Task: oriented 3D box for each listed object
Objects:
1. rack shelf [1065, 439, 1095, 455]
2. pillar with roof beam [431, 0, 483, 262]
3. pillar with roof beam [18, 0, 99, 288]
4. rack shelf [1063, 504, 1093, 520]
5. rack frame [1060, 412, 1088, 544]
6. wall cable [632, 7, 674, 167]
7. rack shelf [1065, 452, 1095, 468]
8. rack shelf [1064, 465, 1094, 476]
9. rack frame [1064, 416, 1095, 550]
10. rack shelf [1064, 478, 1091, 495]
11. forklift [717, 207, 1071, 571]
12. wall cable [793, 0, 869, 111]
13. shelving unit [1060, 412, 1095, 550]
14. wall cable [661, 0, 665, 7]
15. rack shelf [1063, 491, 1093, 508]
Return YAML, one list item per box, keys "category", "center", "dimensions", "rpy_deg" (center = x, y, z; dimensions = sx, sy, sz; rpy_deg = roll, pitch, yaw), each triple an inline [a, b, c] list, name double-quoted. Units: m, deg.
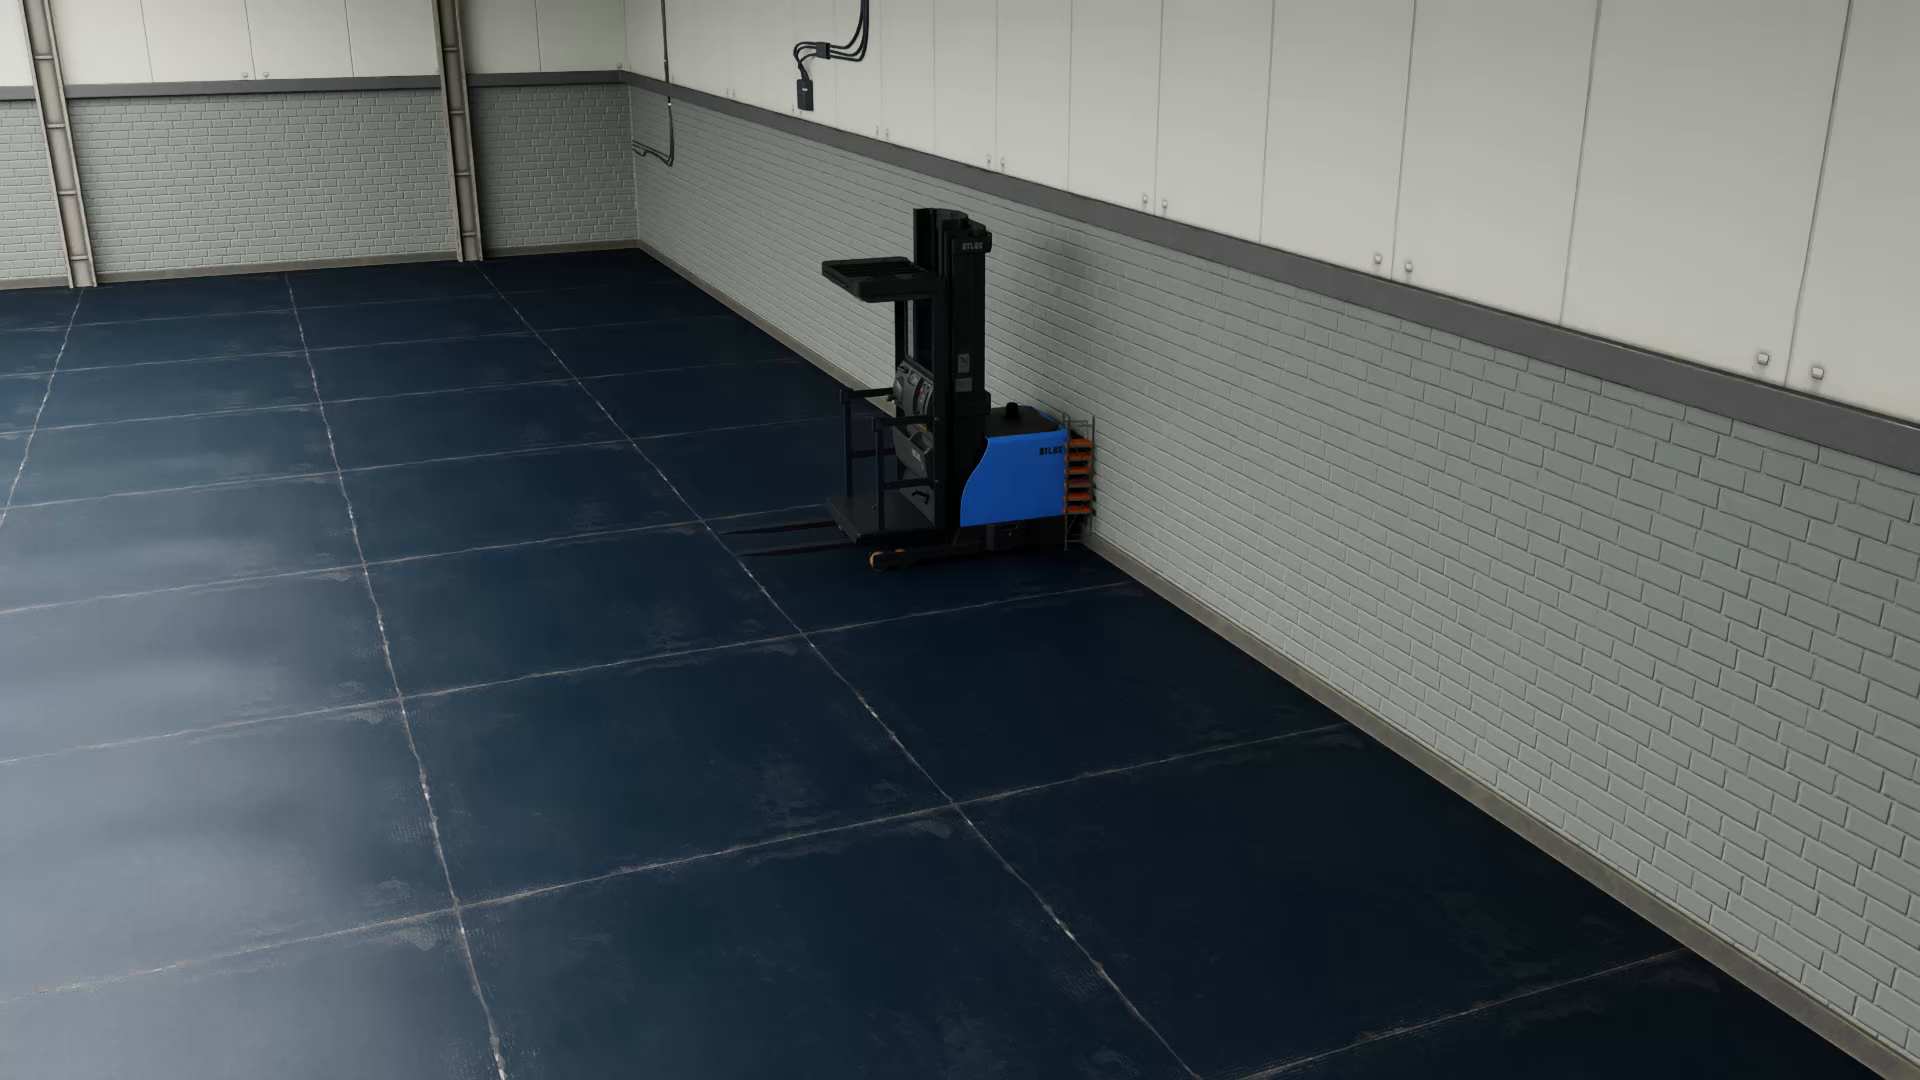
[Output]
- category: "rack shelf"
  center: [1.032, -0.819, 14.536]
  dimensions: [0.258, 0.103, 0.180]
  rpy_deg: [-2, 16, -9]
- category: "pillar with roof beam"
  center: [-6.779, -7.786, 23.586]
  dimensions: [0.400, 9.000, 9.100]
  rpy_deg: [-8, 21, -22]
- category: "pillar with roof beam"
  center: [-12.288, -6.997, 21.345]
  dimensions: [0.400, 9.000, 9.100]
  rpy_deg: [-8, 21, -22]
- category: "rack shelf"
  center: [1.028, -0.243, 14.703]
  dimensions: [0.258, 0.103, 0.180]
  rpy_deg: [-2, 16, -9]
- category: "rack frame"
  center: [1.015, -0.541, 14.711]
  dimensions: [0.240, 1.200, 0.006]
  rpy_deg: [-2, 16, -9]
- category: "wall cable"
  center: [-5.255, -7.619, 27.786]
  dimensions: [0.112, 2.526, 3.097]
  rpy_deg: [-8, 21, -22]
- category: "rack shelf"
  center: [1.032, -0.704, 14.570]
  dimensions: [0.258, 0.103, 0.180]
  rpy_deg: [-2, 16, -9]
- category: "rack shelf"
  center: [1.031, -0.589, 14.603]
  dimensions: [0.258, 0.103, 0.180]
  rpy_deg: [-2, 16, -9]
- category: "rack frame"
  center: [1.046, -0.491, 14.538]
  dimensions: [0.240, 1.200, 0.006]
  rpy_deg: [-2, 16, -9]
- category: "rack shelf"
  center: [1.030, -0.474, 14.637]
  dimensions: [0.258, 0.103, 0.180]
  rpy_deg: [-2, 16, -9]
- category: "forklift"
  center: [-0.590, -1.313, 14.339]
  dimensions: [3.031, 2.935, 1.130]
  rpy_deg: [-7, 20, -18]
- category: "wall cable"
  center: [-1.509, -7.790, 18.477]
  dimensions: [0.169, 6.003, 2.305]
  rpy_deg: [-8, 21, -22]
- category: "shelving unit"
  center: [1.030, -0.516, 14.624]
  dimensions: [0.258, 1.200, 0.189]
  rpy_deg: [-2, 16, -9]
- category: "wall cable"
  center: [-4.183, -9.176, 24.604]
  dimensions: [0.112, 2.526, 3.097]
  rpy_deg: [-8, 21, -22]
- category: "rack shelf"
  center: [1.029, -0.358, 14.670]
  dimensions: [0.258, 0.103, 0.180]
  rpy_deg: [-2, 16, -9]
